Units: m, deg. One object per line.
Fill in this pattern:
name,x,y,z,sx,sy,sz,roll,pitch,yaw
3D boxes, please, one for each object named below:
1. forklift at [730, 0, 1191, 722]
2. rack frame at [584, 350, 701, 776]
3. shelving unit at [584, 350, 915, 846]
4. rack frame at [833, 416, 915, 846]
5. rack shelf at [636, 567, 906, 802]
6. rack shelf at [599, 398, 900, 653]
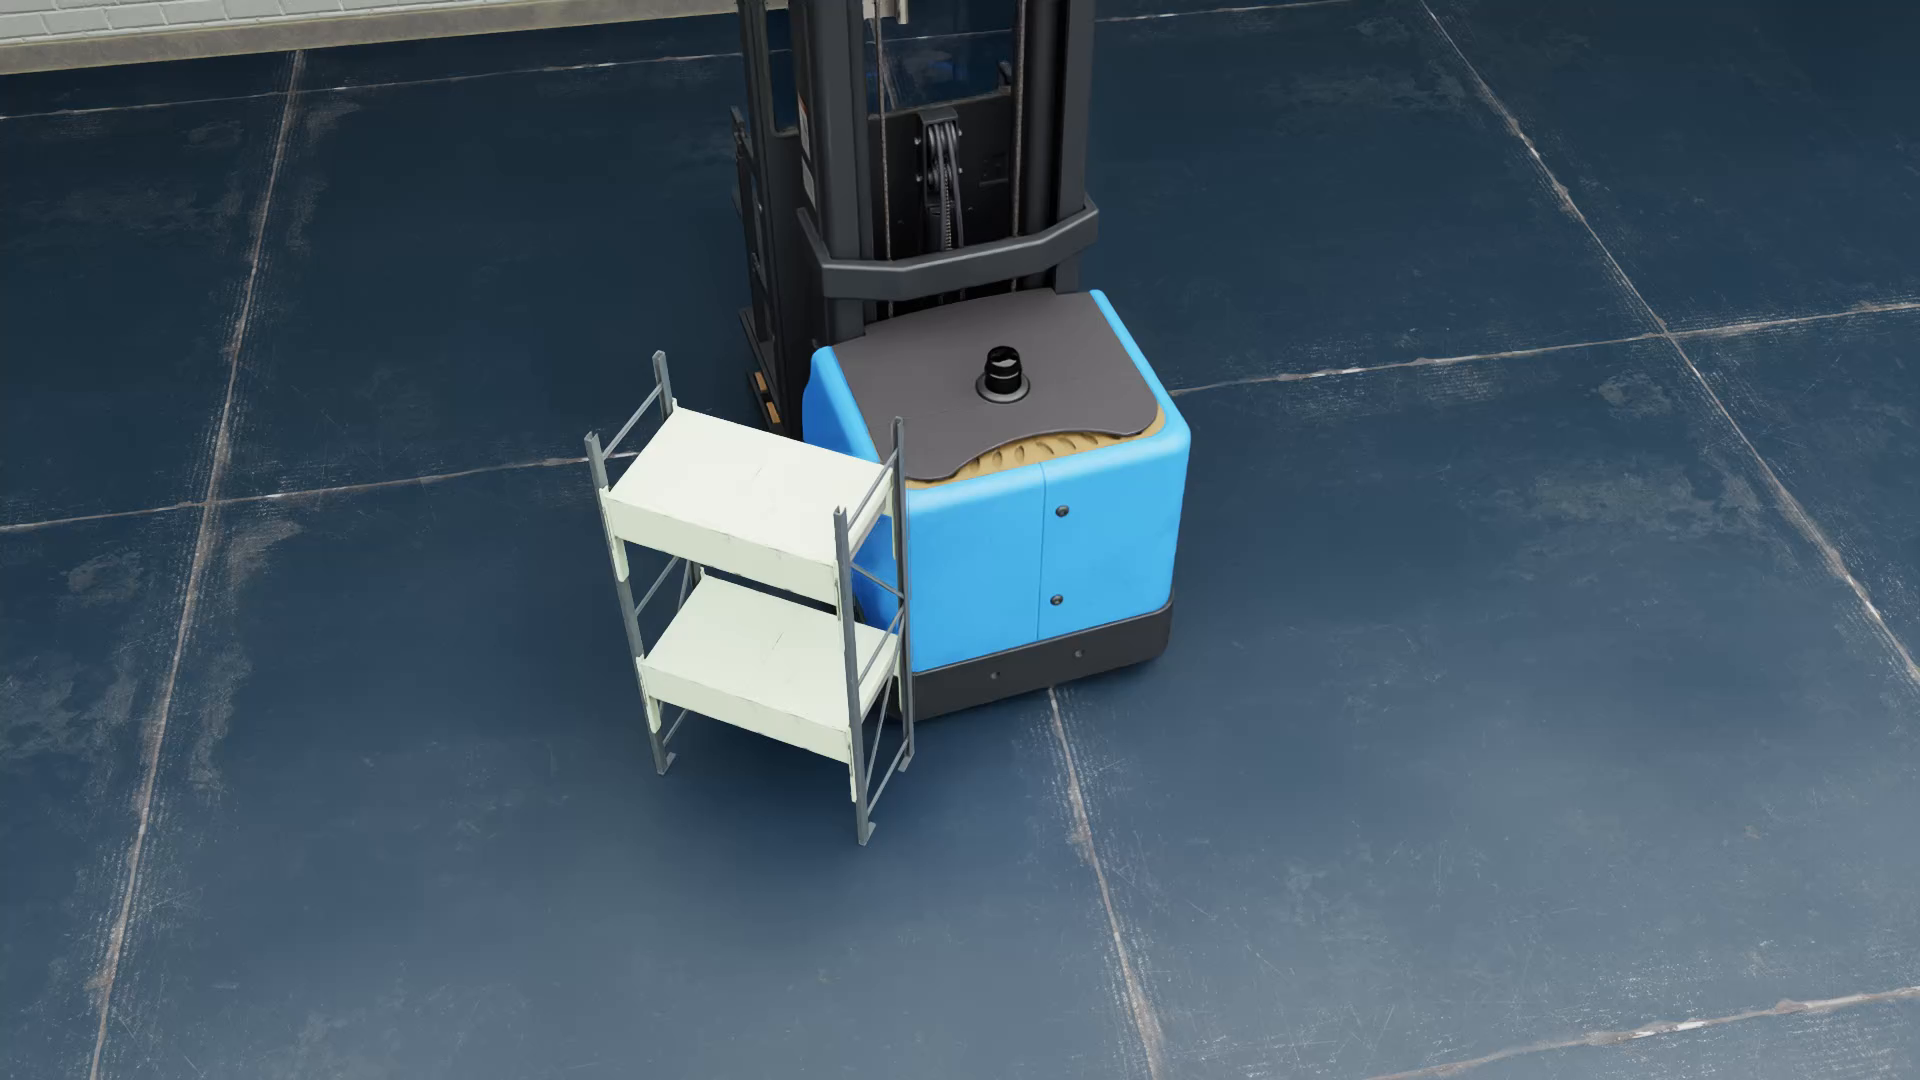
forklift,-0.222,-1.492,5.652,1.130,2.935,3.031,-14,48,-13
rack frame,-0.916,0.122,5.091,0.023,1.500,0.400,16,48,15
shelving unit,-0.577,0.222,4.995,0.755,1.500,0.431,16,48,15
rack frame,-0.238,0.322,4.898,0.023,1.500,0.400,16,48,15
rack shelf,-0.577,0.448,5.229,0.720,0.370,0.431,16,48,15
rack shelf,-0.577,-0.049,4.714,0.720,0.370,0.431,16,48,15
